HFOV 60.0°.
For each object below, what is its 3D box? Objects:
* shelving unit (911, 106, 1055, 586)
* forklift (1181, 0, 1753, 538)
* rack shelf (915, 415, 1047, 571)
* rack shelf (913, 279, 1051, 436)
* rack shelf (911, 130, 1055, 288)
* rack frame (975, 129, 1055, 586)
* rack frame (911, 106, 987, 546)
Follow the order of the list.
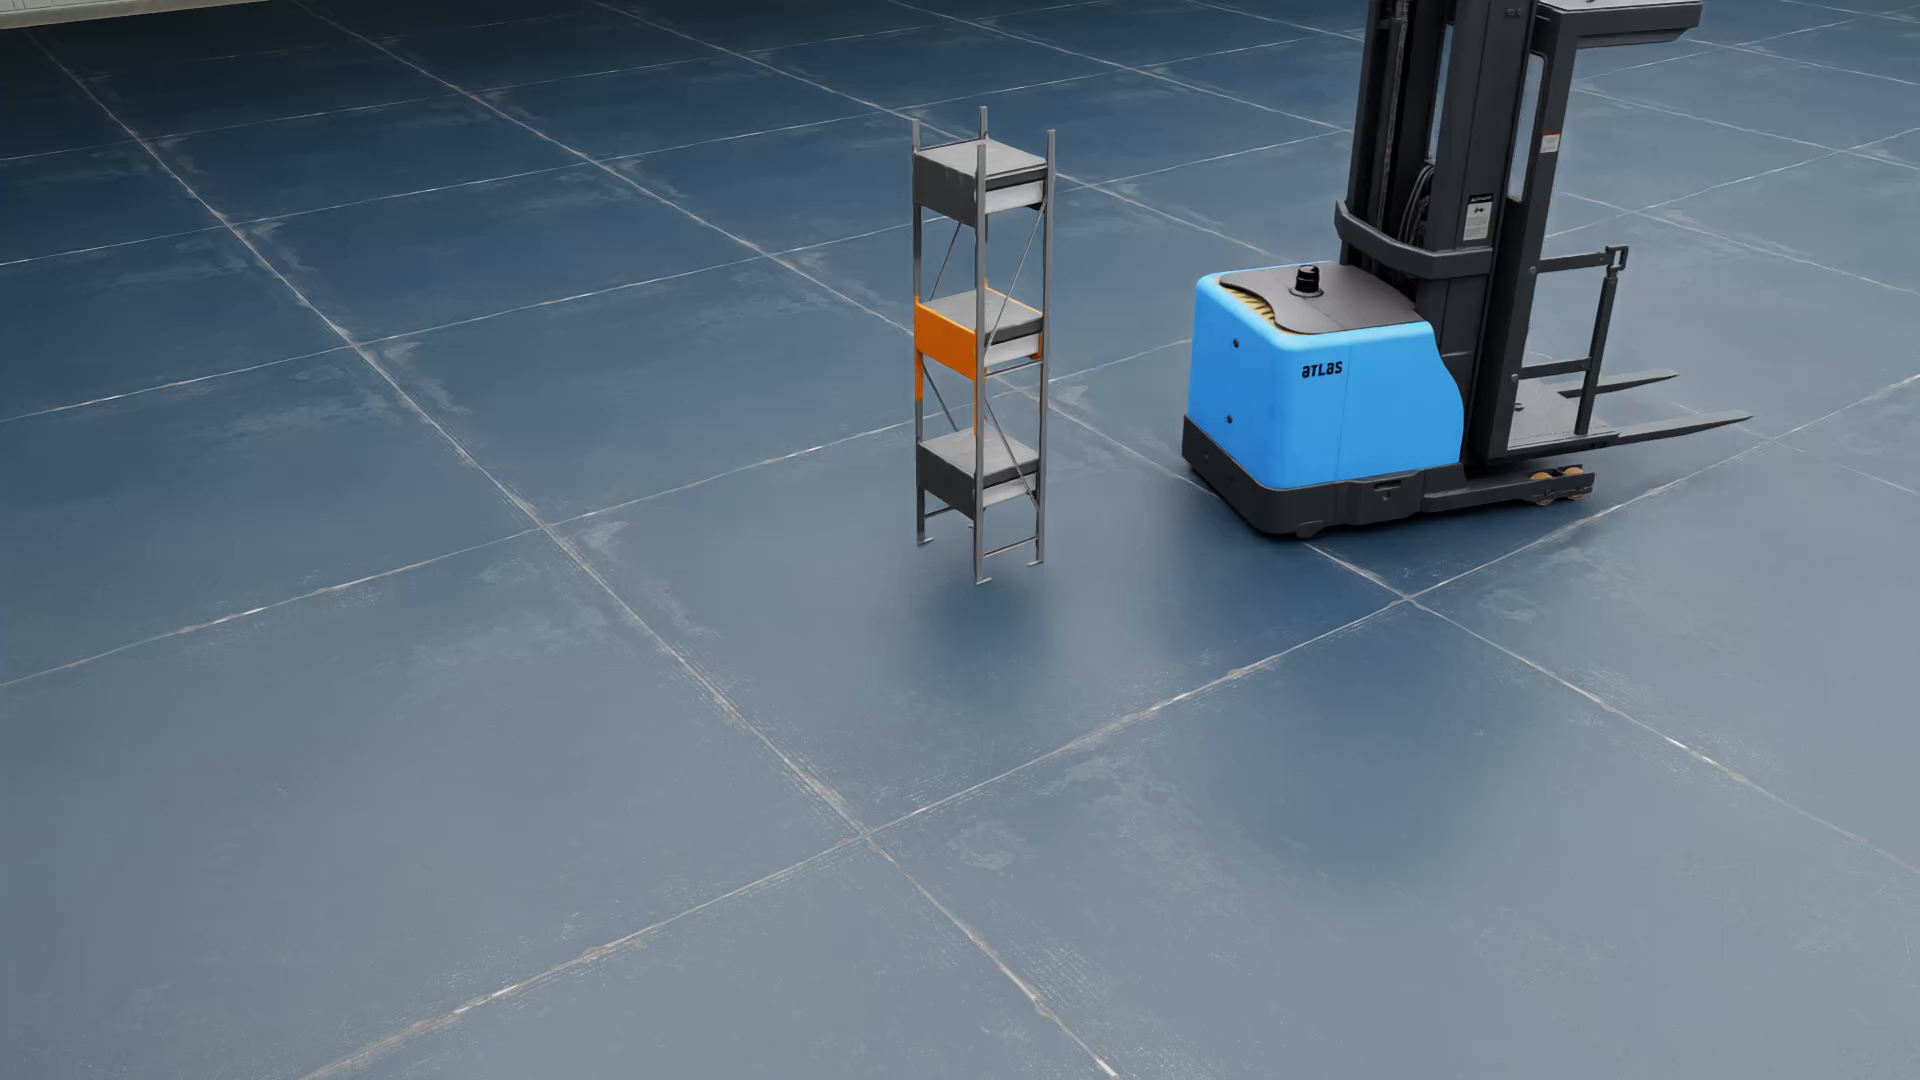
[{"bbox_3d":[0.096,-0.858,7.630,0.431,2.100,0.503,-19,34,-31],"label":"shelving unit"},{"bbox_3d":[2.767,-1.698,8.306,3.031,2.935,1.130,-9,30,-16],"label":"forklift"},{"bbox_3d":[0.096,-0.231,7.971,0.431,0.518,0.480,-19,34,-31],"label":"rack shelf"},{"bbox_3d":[0.096,-0.846,7.637,0.431,0.518,0.480,-19,34,-31],"label":"rack shelf"},{"bbox_3d":[0.096,-1.461,7.303,0.431,0.518,0.480,-19,34,-31],"label":"rack shelf"},{"bbox_3d":[0.238,-0.763,7.456,0.400,2.100,0.015,-19,34,-31],"label":"rack frame"},{"bbox_3d":[-0.046,-0.953,7.805,0.400,2.100,0.015,-19,34,-31],"label":"rack frame"}]
